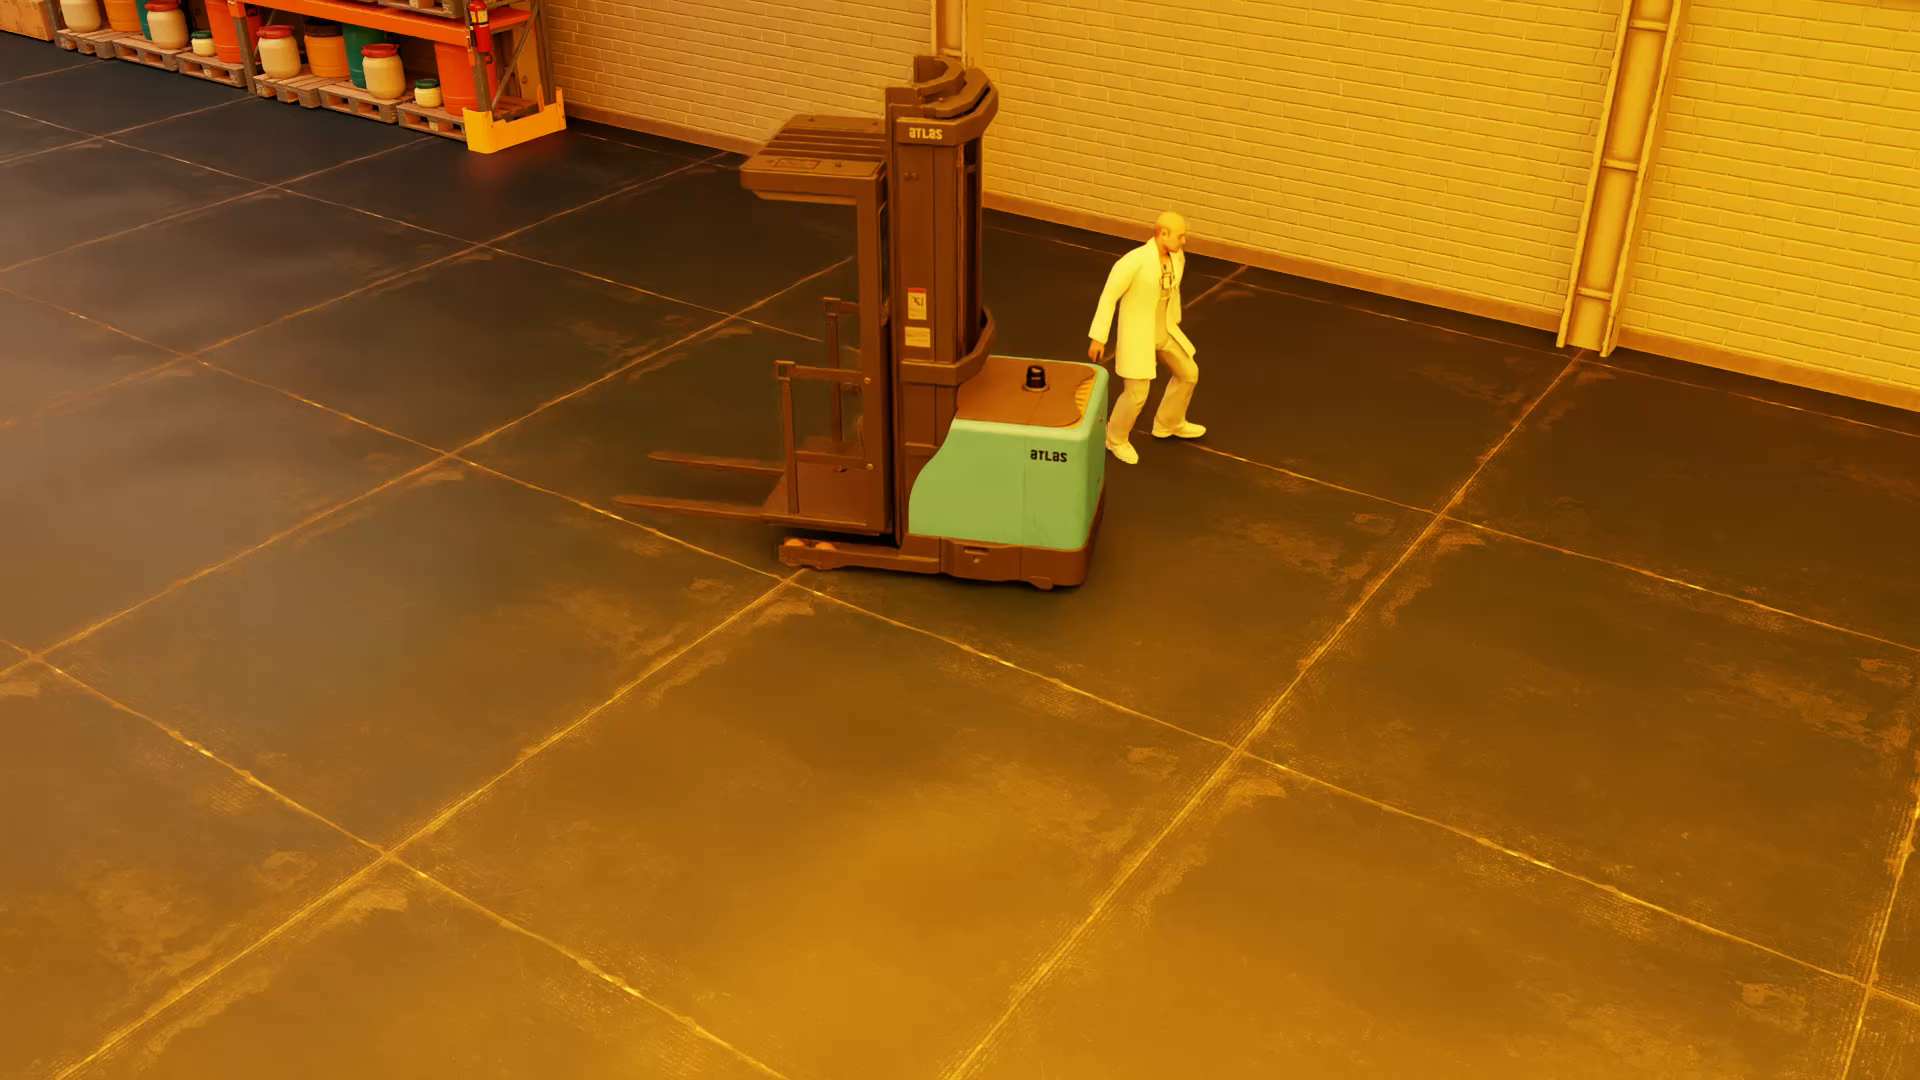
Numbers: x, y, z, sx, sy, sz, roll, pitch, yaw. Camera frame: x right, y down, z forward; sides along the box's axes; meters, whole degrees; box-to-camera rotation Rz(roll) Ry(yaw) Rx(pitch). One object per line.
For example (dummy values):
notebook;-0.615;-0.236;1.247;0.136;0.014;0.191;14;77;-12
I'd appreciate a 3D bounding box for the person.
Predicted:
person;1.266;-1.372;11.155;0.911;1.748;0.489;-22;37;-33

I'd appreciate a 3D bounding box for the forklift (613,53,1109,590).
forklift;-0.645;-1.335;9.880;3.031;2.935;1.130;6;31;10
